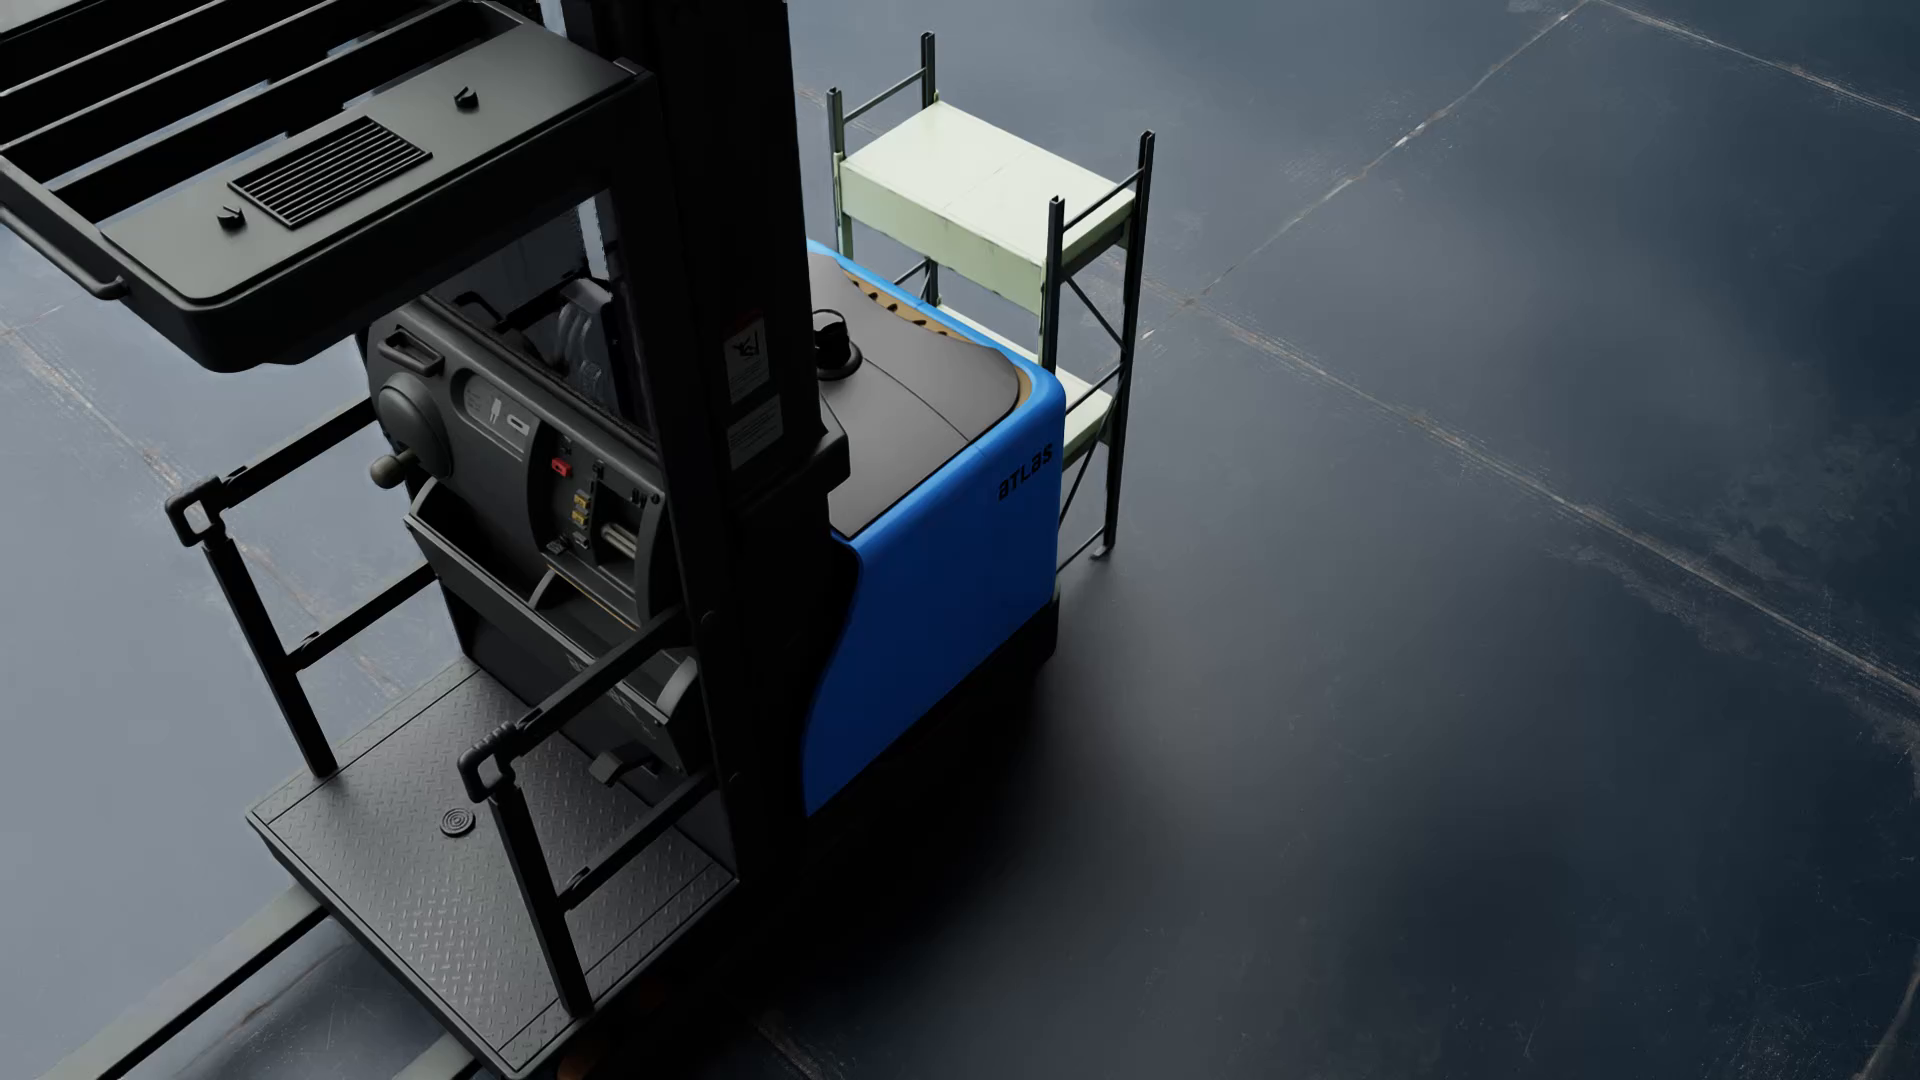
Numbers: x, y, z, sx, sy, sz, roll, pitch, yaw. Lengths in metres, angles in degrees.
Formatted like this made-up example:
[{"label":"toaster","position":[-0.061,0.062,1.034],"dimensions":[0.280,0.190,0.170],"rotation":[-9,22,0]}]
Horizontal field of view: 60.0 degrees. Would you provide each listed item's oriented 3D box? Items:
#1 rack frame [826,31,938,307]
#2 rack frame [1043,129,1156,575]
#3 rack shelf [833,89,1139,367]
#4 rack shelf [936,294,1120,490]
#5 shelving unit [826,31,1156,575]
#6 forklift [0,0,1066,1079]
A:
[{"label":"rack frame","position":[-0.206,-0.745,4.921],"dimensions":[0.023,1.500,0.400],"rotation":[32,55,26]},{"label":"rack frame","position":[0.350,-0.398,4.595],"dimensions":[0.023,1.500,0.400],"rotation":[32,55,26]},{"label":"rack shelf","position":[0.072,-0.839,4.473],"dimensions":[0.720,0.370,0.431],"rotation":[32,55,26]},{"label":"rack shelf","position":[0.072,-0.348,4.995],"dimensions":[0.720,0.370,0.431],"rotation":[32,55,26]},{"label":"shelving unit","position":[0.072,-0.571,4.758],"dimensions":[0.755,1.500,0.431],"rotation":[32,55,26]},{"label":"forklift","position":[-1.065,-0.087,3.321],"dimensions":[1.130,2.935,3.031],"rotation":[33,55,27]}]
